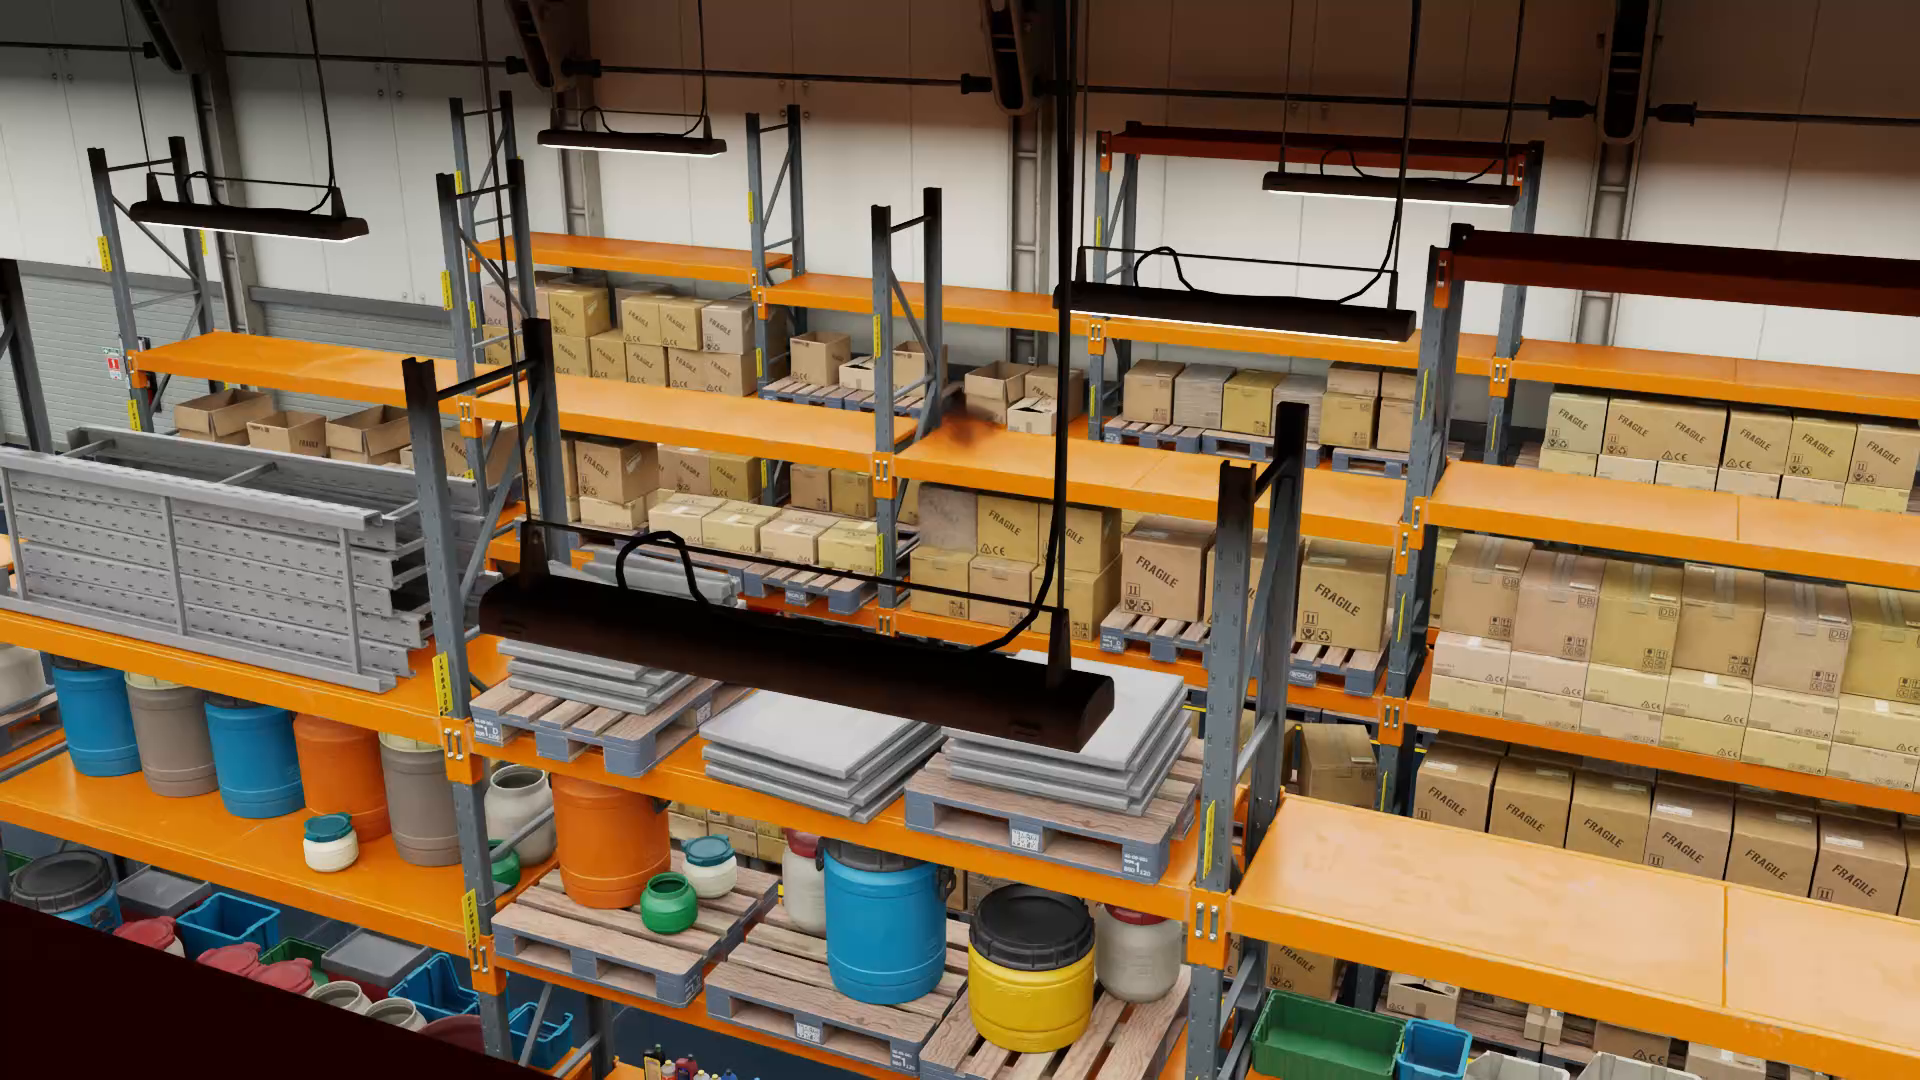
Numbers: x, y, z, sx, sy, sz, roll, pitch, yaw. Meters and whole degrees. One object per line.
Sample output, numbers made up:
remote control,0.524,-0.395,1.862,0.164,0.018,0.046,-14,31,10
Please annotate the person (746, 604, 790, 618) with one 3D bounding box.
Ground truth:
person,-2.084,0.926,17.851,0.608,1.764,0.485,12,24,30

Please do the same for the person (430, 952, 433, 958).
person,-4.121,3.004,12.407,0.538,1.741,0.577,-4,21,-10
